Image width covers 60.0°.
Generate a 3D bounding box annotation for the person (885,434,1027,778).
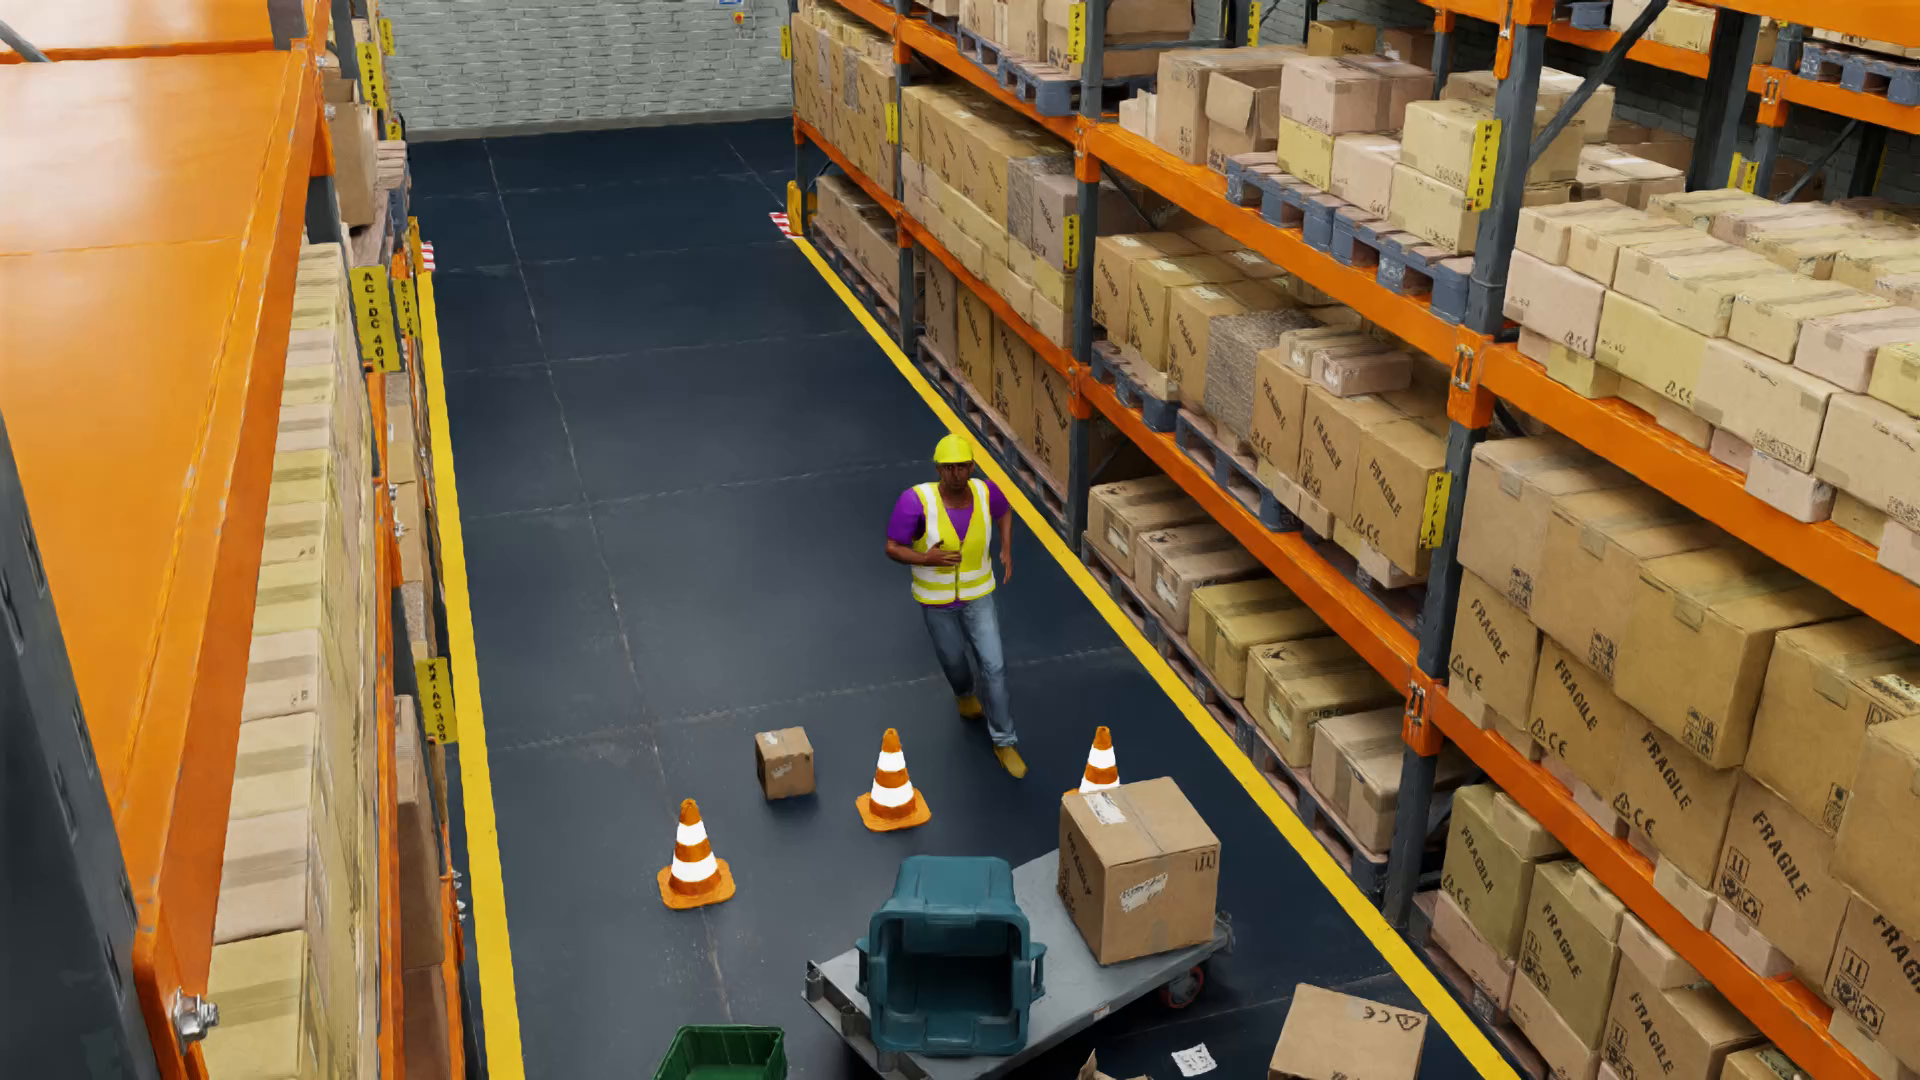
[{"bbox_3d":[-0.027,0.311,8.567,0.698,1.724,0.861,-3,26,-6],"label":"person"}]
